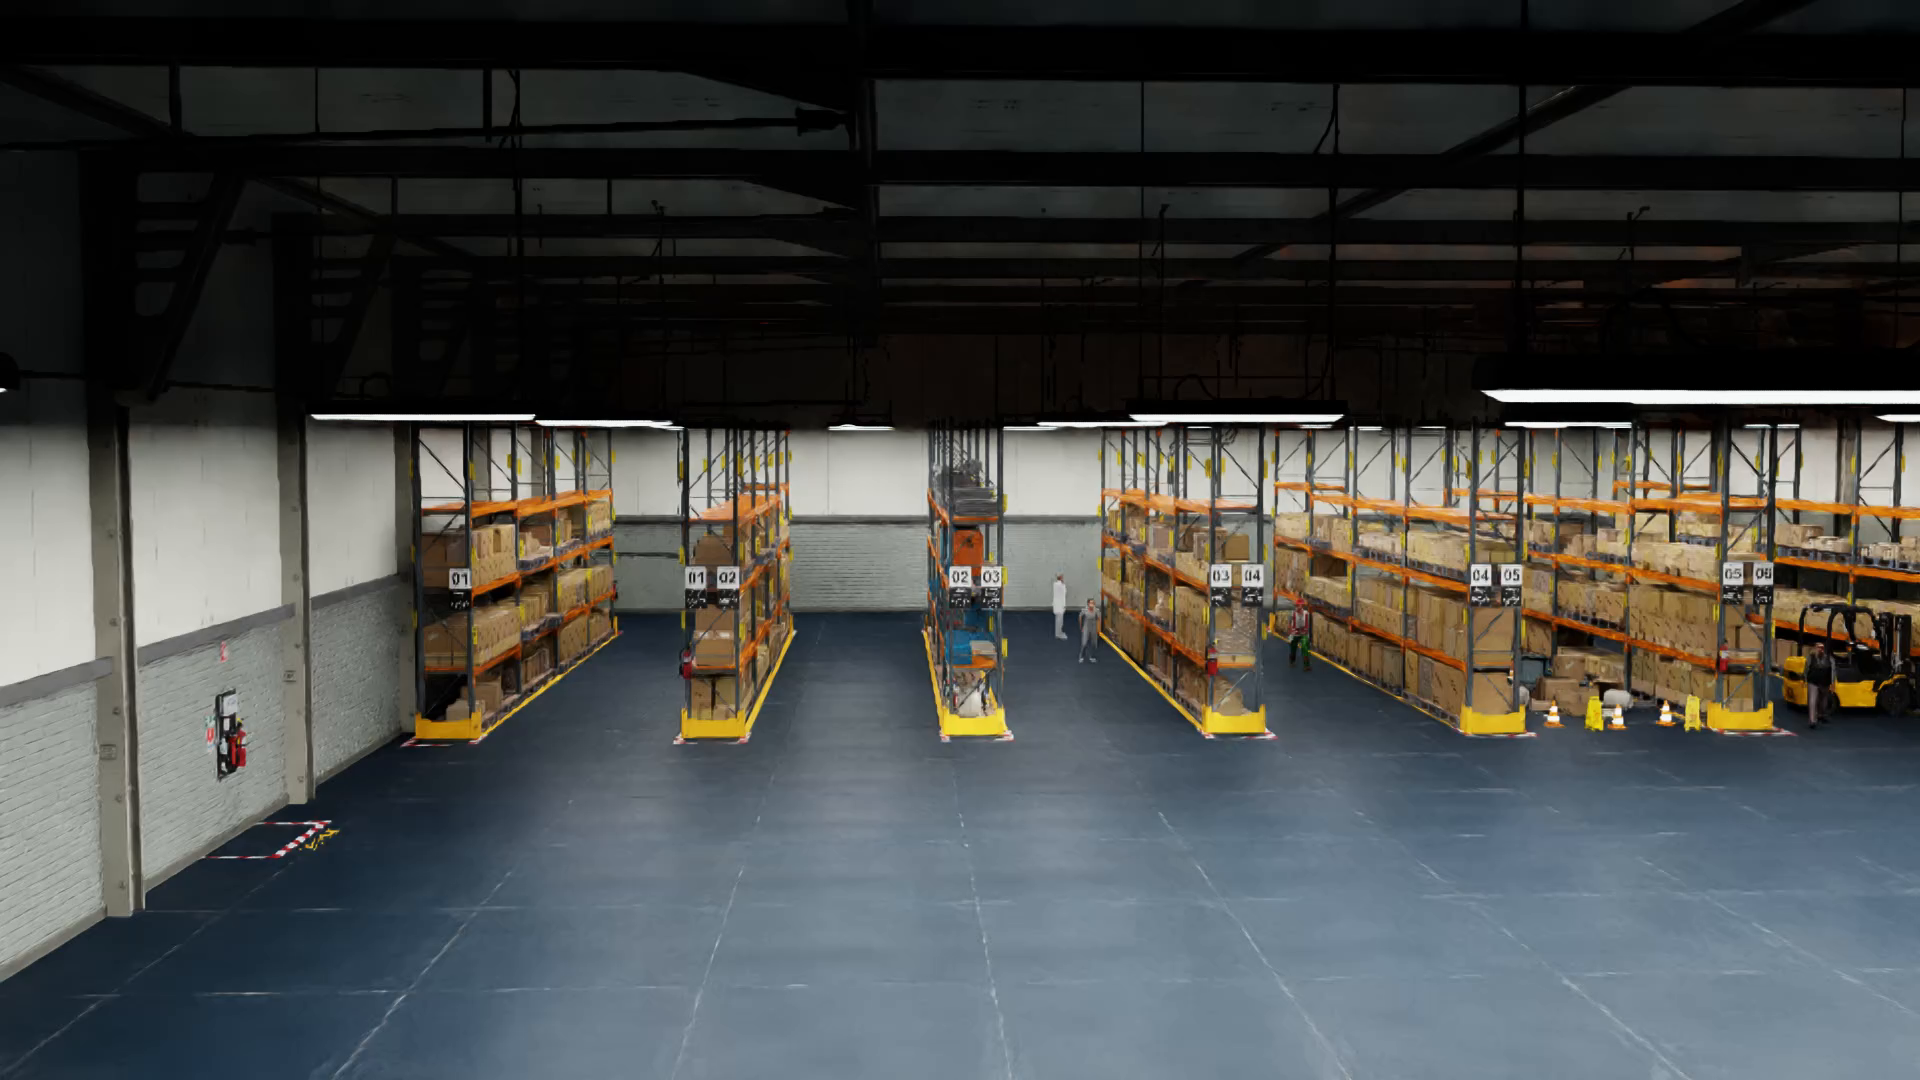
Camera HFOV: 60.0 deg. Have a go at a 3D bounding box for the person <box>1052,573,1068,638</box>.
[{"bbox_3d":[2.815,1.803,46.174,0.522,1.787,0.642,-2,4,-26],"label":"person"}]

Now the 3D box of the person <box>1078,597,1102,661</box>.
[{"bbox_3d":[3.229,2.224,41.355,0.580,1.618,0.507,0,4,-4],"label":"person"}]

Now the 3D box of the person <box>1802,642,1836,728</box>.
[{"bbox_3d":[16.677,2.788,32.278,0.570,1.669,0.955,1,4,17],"label":"person"}]

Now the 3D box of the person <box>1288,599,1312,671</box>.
[{"bbox_3d":[8.135,2.251,39.906,0.543,1.709,1.123,0,4,0],"label":"person"}]
